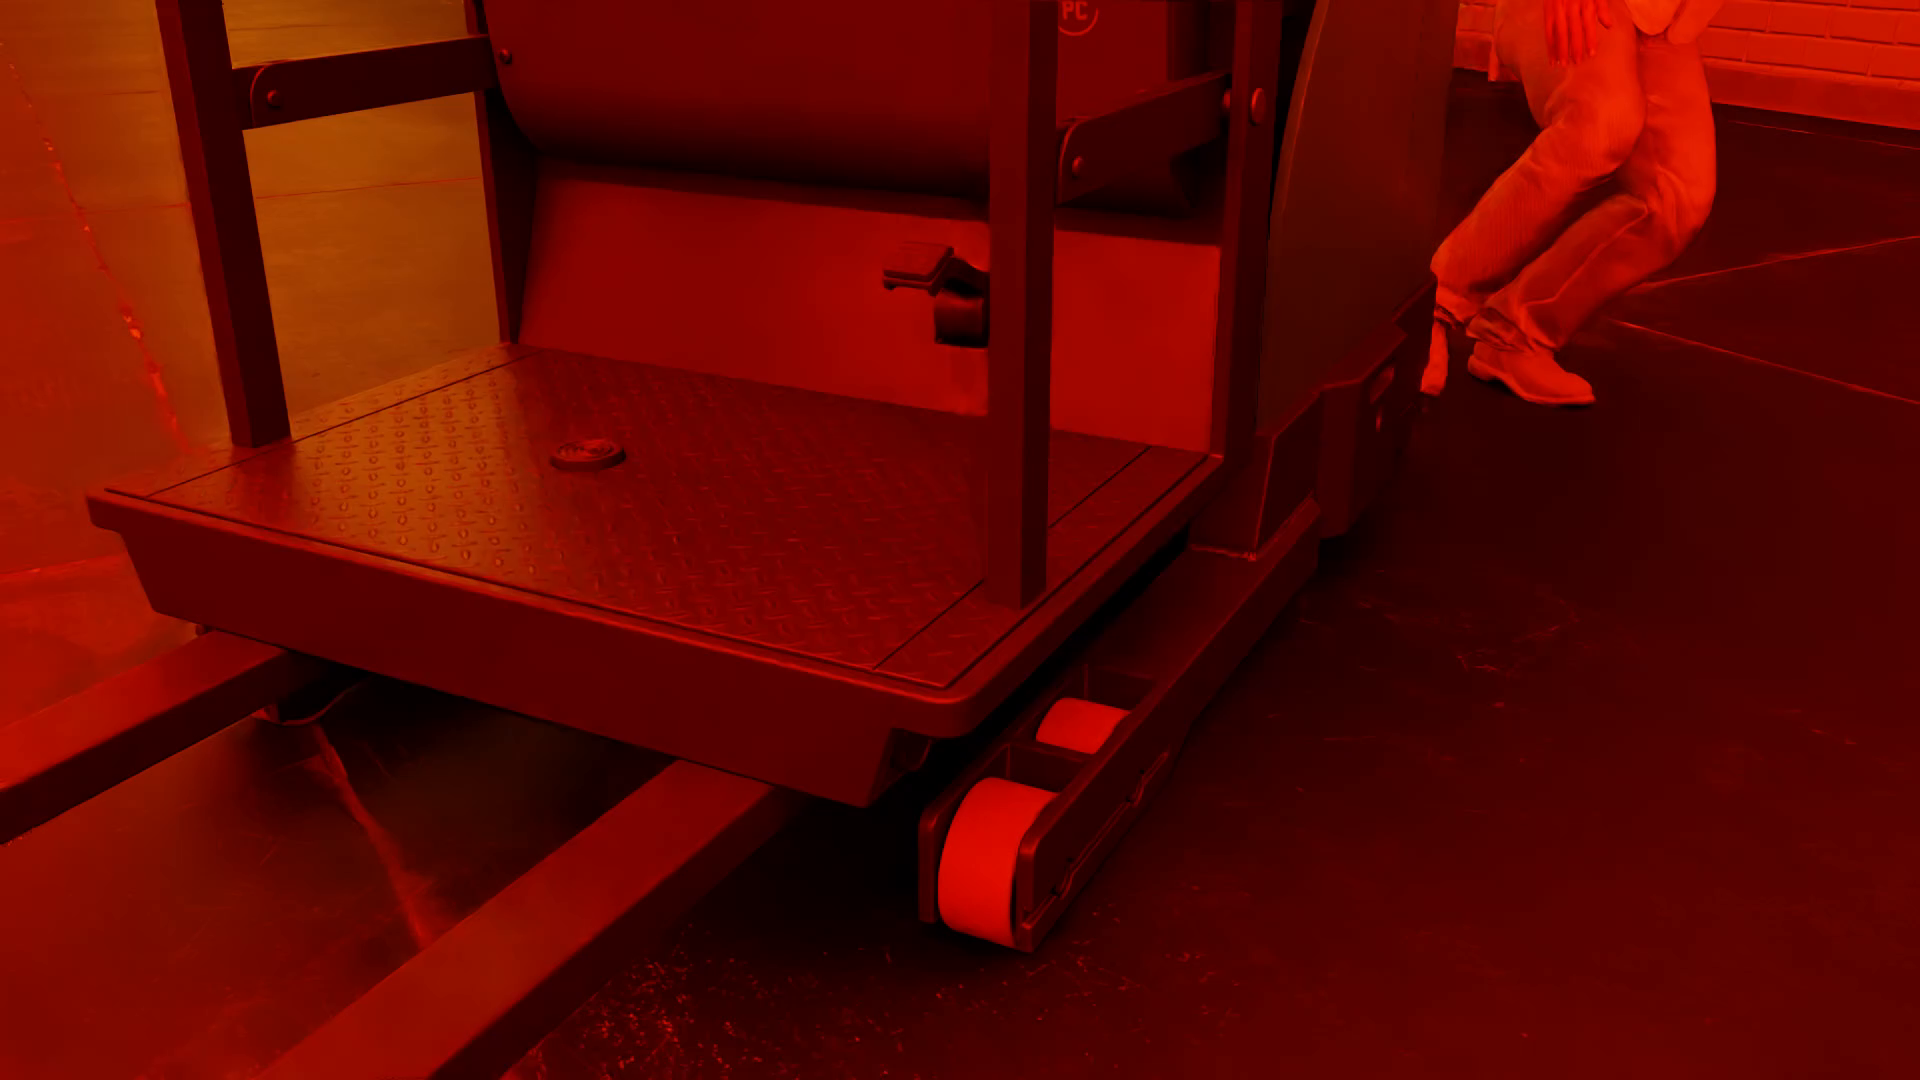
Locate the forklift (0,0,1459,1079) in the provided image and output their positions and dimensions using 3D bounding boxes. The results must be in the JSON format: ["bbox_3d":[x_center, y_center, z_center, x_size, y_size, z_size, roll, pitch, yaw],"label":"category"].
[{"bbox_3d":[-0.267,-1.144,1.562,1.130,2.935,3.031,11,25,25],"label":"forklift"}]

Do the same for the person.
[{"bbox_3d":[1.297,-0.954,2.969,1.105,1.532,0.916,-11,25,-26],"label":"person"}]
